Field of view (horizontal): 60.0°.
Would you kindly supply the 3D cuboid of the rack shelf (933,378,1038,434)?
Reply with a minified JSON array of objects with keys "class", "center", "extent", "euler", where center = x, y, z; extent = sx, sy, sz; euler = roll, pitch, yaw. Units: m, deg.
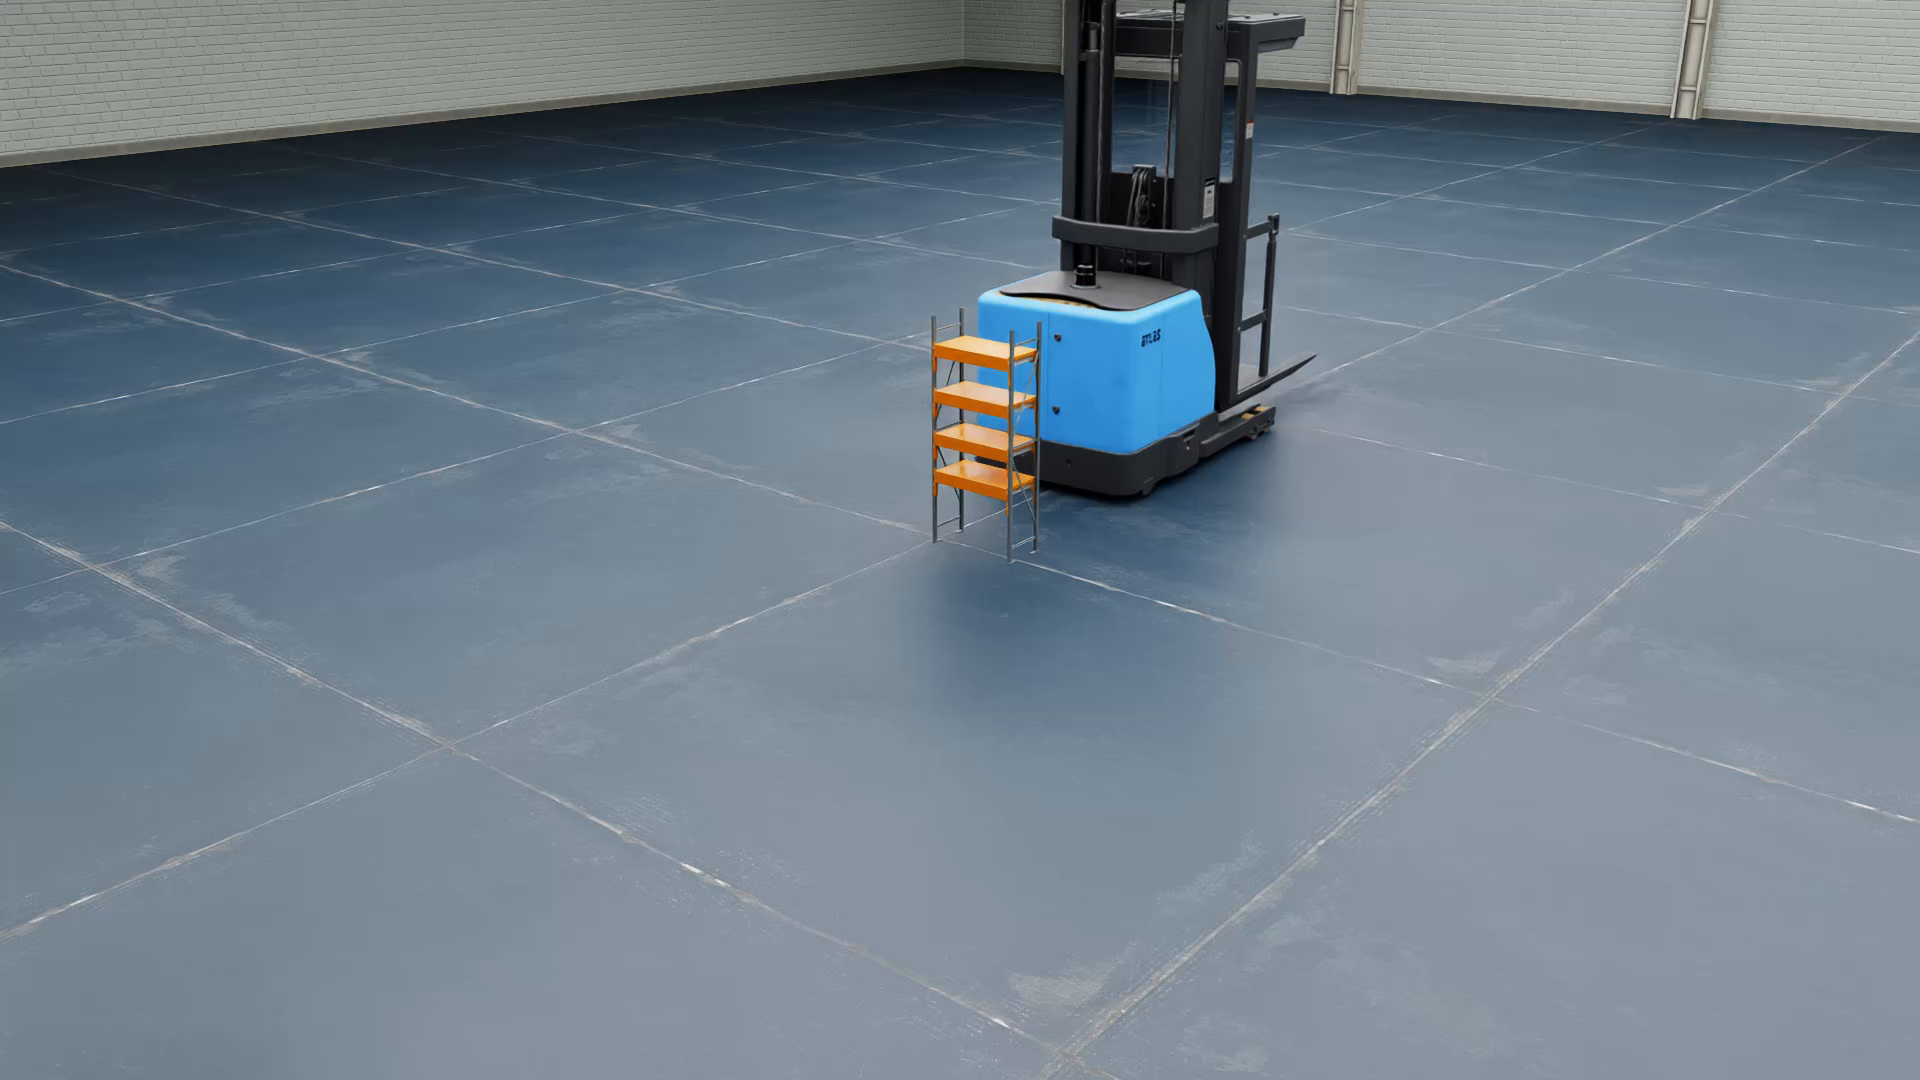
[{"class":"rack shelf","center":[0.128,-0.671,8.303],"extent":[0.480,0.148,0.258],"euler":[16,26,36]}]

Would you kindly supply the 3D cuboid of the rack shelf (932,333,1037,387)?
[{"class":"rack shelf","center":[0.128,-0.892,8.220],"extent":[0.480,0.148,0.258],"euler":[16,26,36]}]

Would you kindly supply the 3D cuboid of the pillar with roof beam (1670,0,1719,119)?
[{"class":"pillar with roof beam","center":[8.868,-9.780,21.849],"extent":[0.400,9.000,9.100],"euler":[16,26,36]}]

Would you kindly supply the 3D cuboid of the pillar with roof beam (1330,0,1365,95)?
[{"class":"pillar with roof beam","center":[4.220,-11.118,25.398],"extent":[0.400,9.000,9.100],"euler":[16,26,36]}]

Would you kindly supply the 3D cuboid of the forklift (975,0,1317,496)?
[{"class":"forklift","center":[1.330,-2.075,10.017],"extent":[1.130,2.935,3.031],"euler":[14,25,32]}]

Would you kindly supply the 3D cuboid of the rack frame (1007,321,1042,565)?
[{"class":"rack frame","center":[0.317,-0.470,8.214],"extent":[0.015,1.200,0.240],"euler":[16,26,36]}]

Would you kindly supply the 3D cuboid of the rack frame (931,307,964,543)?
[{"class":"rack frame","center":[-0.061,-0.579,8.503],"extent":[0.015,1.200,0.240],"euler":[16,26,36]}]

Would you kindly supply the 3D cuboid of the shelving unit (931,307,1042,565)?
[{"class":"shelving unit","center":[0.128,-0.524,8.359],"extent":[0.503,1.200,0.258],"euler":[16,26,36]}]

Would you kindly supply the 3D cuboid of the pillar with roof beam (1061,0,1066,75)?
[{"class":"pillar with roof beam","center":[-0.428,-12.457,28.948],"extent":[0.400,9.000,9.100],"euler":[16,26,36]}]

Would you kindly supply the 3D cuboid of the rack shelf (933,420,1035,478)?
[{"class":"rack shelf","center":[0.128,-0.462,8.382],"extent":[0.480,0.148,0.258],"euler":[16,26,36]}]

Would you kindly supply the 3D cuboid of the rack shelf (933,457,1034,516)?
[{"class":"rack shelf","center":[0.128,-0.276,8.452],"extent":[0.480,0.148,0.258],"euler":[16,26,36]}]
